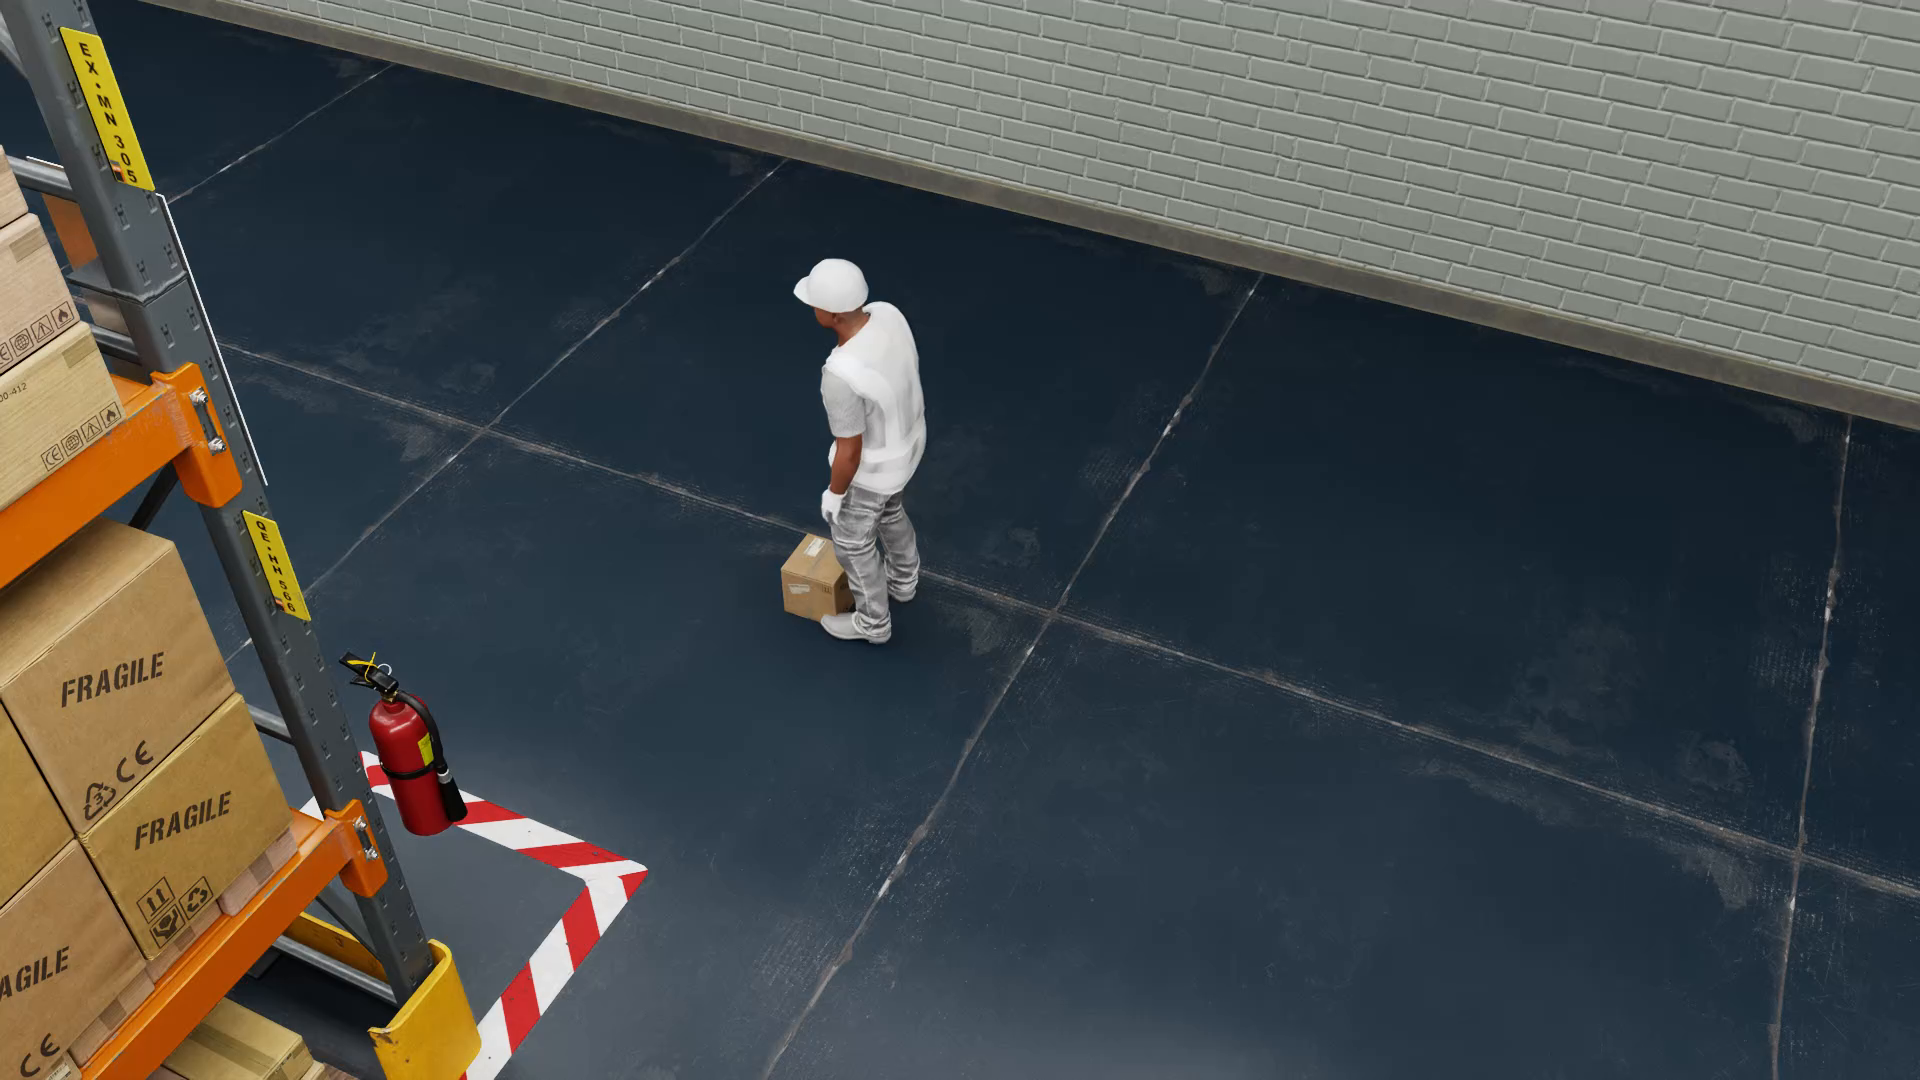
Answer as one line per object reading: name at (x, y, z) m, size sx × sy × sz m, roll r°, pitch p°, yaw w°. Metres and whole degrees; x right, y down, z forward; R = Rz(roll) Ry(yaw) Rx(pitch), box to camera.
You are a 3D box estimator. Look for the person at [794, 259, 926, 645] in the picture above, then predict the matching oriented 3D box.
person at (-0.375, -0.331, 6.524) m, size 0.451 × 1.773 × 0.625 m, roll 15°, pitch 44°, yaw 16°
